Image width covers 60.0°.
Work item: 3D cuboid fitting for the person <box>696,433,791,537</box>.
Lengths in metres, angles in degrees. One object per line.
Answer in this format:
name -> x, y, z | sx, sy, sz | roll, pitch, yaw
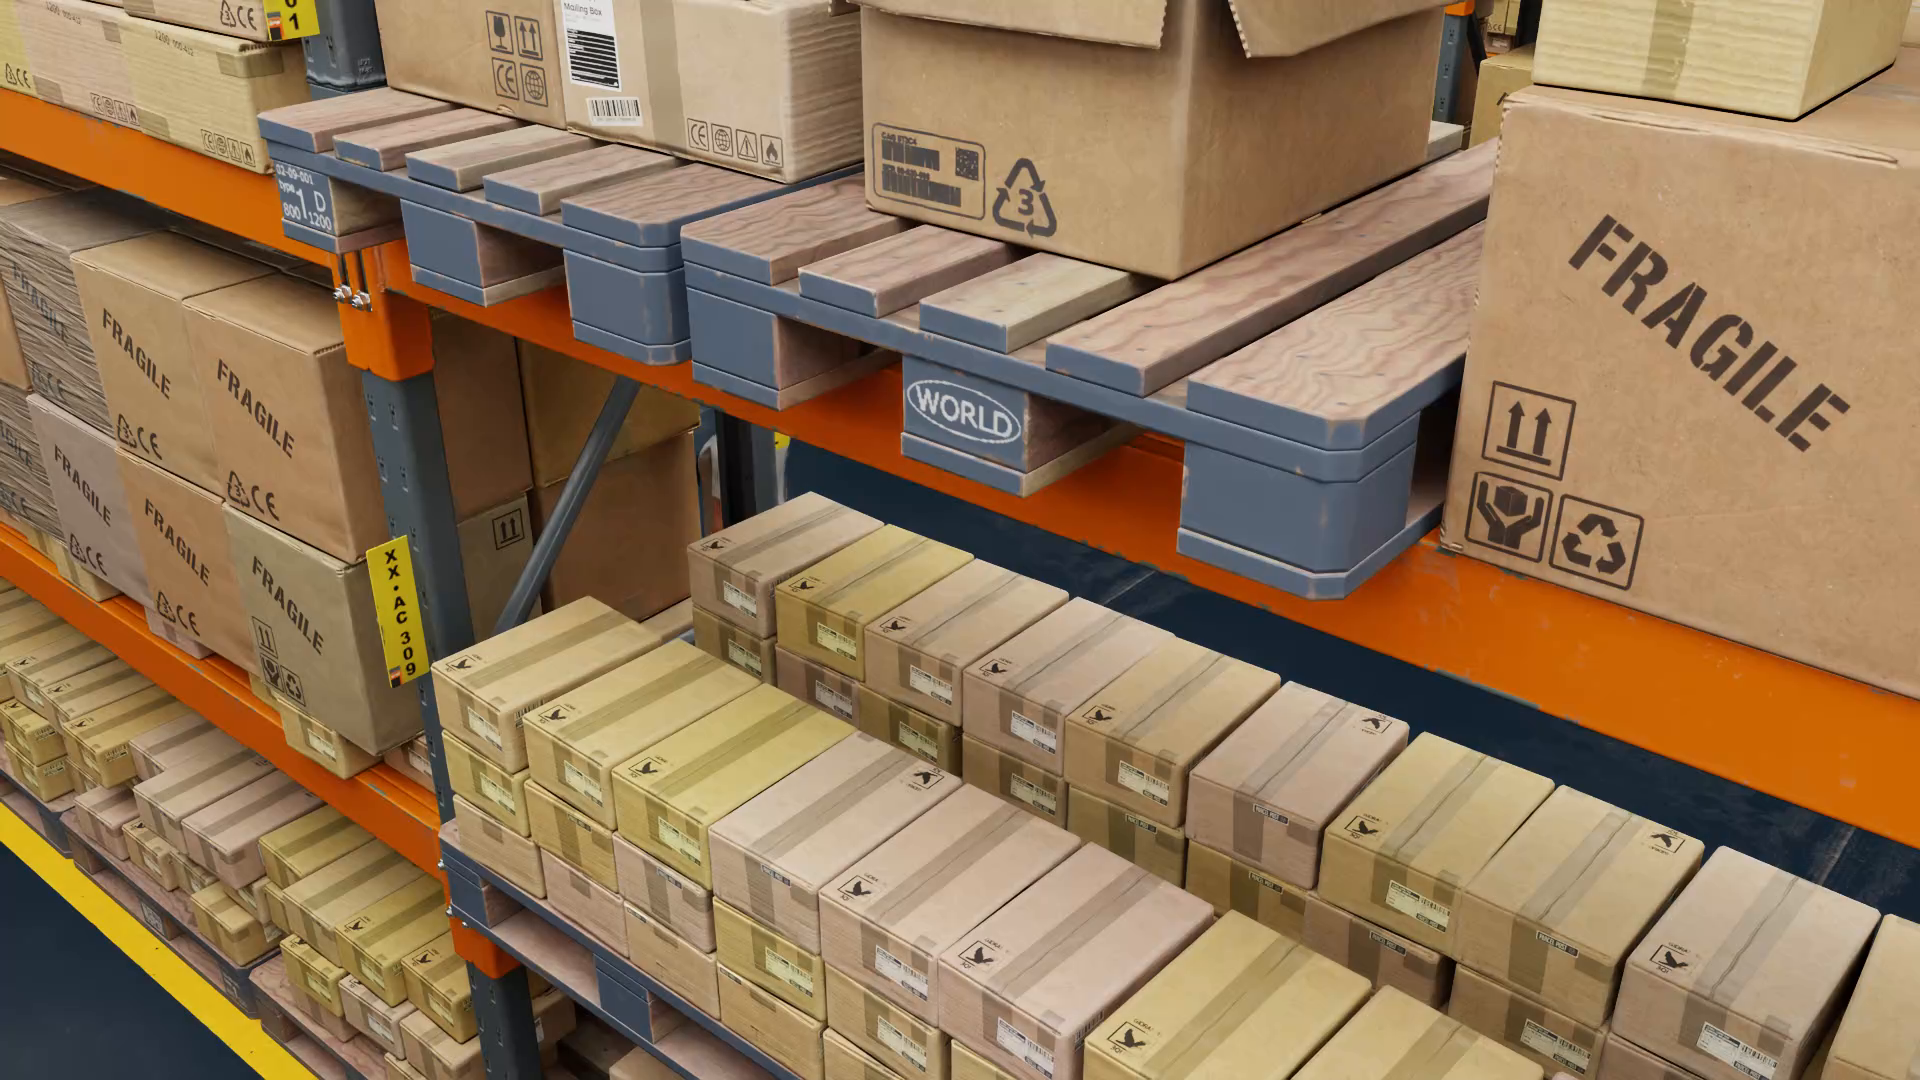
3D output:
person -> -0.768, 0.059, 5.980 | 0.534, 1.685, 0.494 | 12, 30, 21
